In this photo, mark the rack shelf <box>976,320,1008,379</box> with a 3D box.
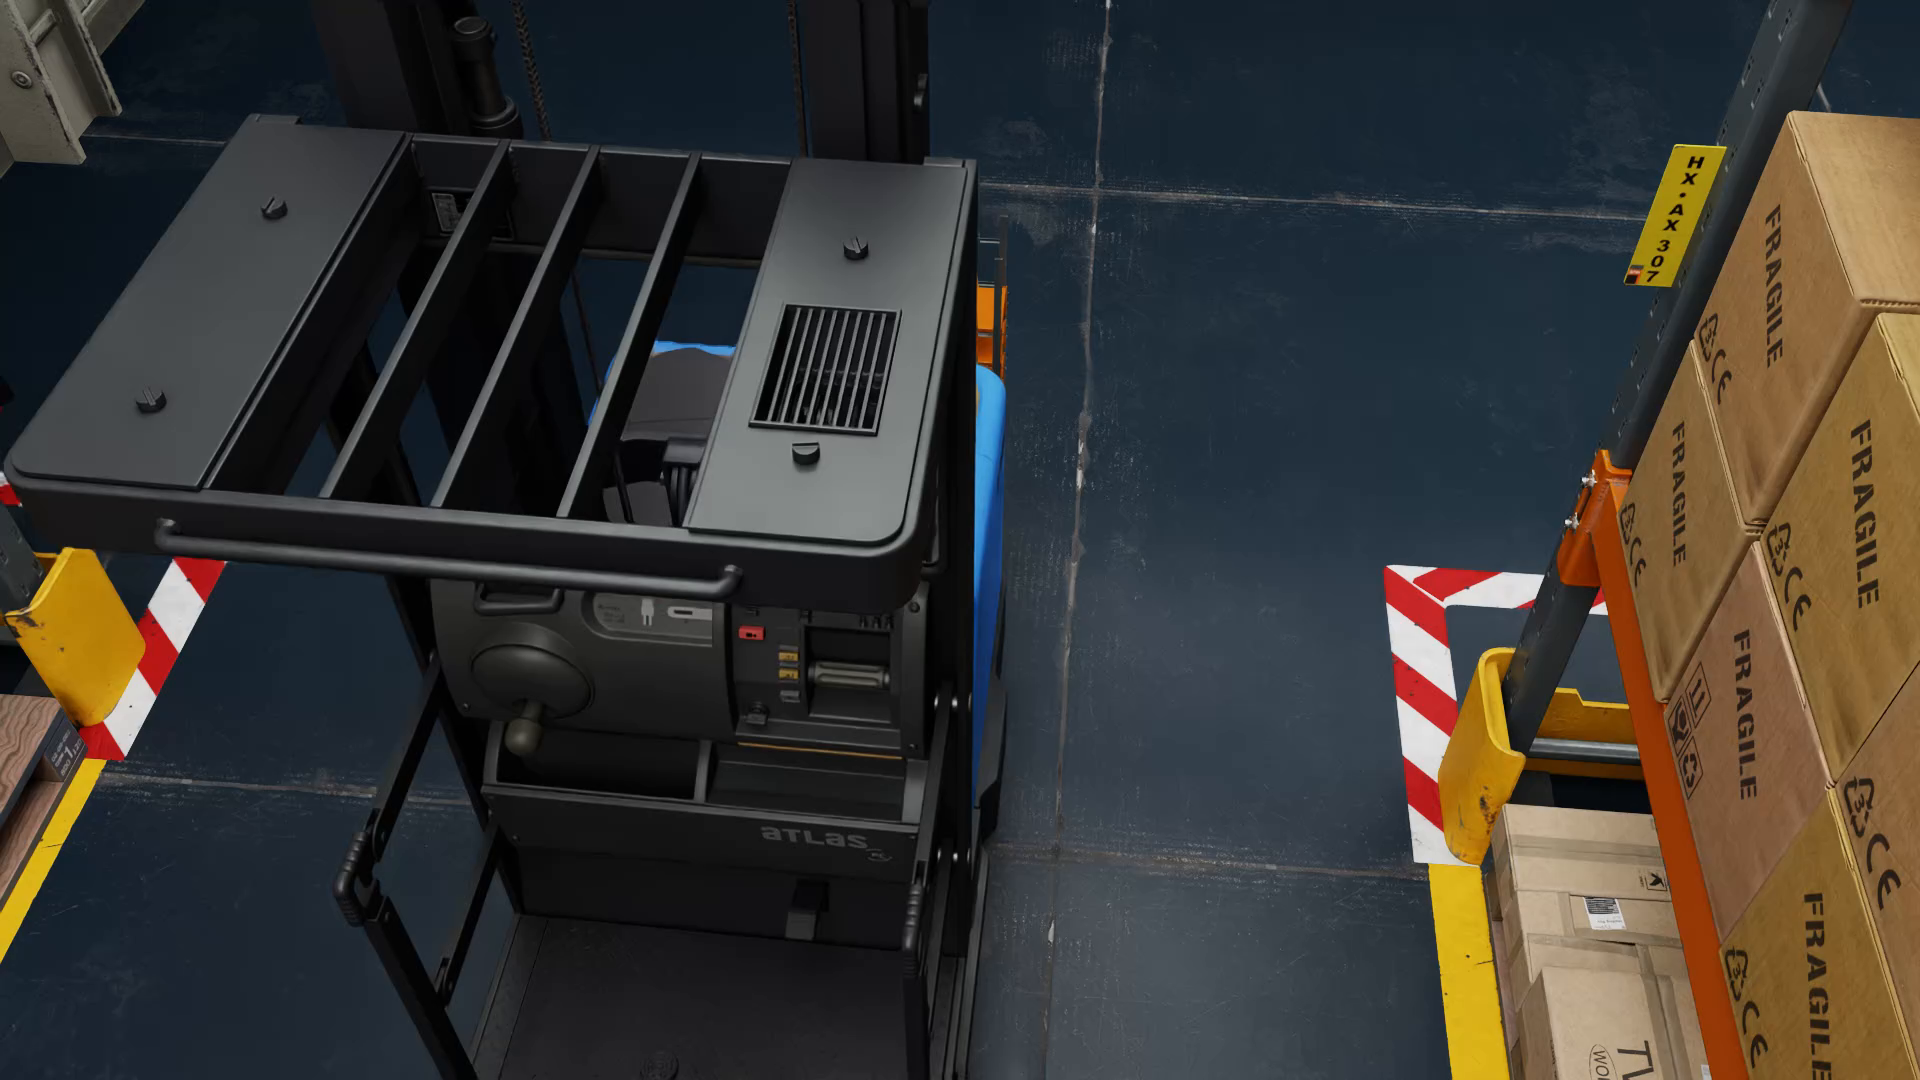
[{"bbox_3d":[-0.001,-0.526,4.653,0.258,0.103,0.180,4,48,4],"label":"rack shelf"}]

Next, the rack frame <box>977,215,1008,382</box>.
[{"bbox_3d":[0.007,-0.462,4.859,0.240,1.200,0.006,4,48,4],"label":"rack frame"}]

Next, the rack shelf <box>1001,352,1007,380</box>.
[{"bbox_3d":[-0.001,-0.445,4.742,0.258,0.103,0.180,4,48,4],"label":"rack shelf"}]

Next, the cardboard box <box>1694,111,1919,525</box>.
[{"bbox_3d":[1.611,-0.353,2.794,0.500,0.500,0.500,5,48,5],"label":"cardboard box"}]

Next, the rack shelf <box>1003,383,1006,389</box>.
[{"bbox_3d":[-0.001,-0.364,4.830,0.258,0.103,0.180,4,48,4],"label":"rack shelf"}]

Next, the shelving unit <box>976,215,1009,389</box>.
[{"bbox_3d":[-0.001,-0.394,4.798,0.258,1.200,0.189,4,48,4],"label":"shelving unit"}]

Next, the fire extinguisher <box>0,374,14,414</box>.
[{"bbox_3d":[-2.546,-0.548,4.024,0.296,0.674,0.183,4,48,4],"label":"fire extinguisher"}]

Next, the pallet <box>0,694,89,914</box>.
[{"bbox_3d":[-3.014,0.914,4.271,1.003,0.211,1.213,4,48,4],"label":"pallet"}]

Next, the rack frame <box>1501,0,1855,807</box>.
[{"bbox_3d":[1.914,-0.290,3.482,1.000,3.000,0.127,4,48,4],"label":"rack frame"}]

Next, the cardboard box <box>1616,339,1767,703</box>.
[{"bbox_3d":[1.611,-0.015,3.163,0.500,0.500,0.500,5,48,4],"label":"cardboard box"}]

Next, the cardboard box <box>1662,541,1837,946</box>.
[{"bbox_3d":[1.570,0.364,2.816,0.500,0.500,0.500,3,48,3],"label":"cardboard box"}]

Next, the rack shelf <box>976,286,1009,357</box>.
[{"bbox_3d":[-0.001,-0.607,4.565,0.258,0.103,0.180,4,48,4],"label":"rack shelf"}]

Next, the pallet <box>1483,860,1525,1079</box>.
[{"bbox_3d":[1.836,1.293,3.924,1.003,0.211,1.213,4,48,4],"label":"pallet"}]

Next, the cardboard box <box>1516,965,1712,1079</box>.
[{"bbox_3d":[1.537,1.238,3.651,0.500,0.250,0.500,4,48,4],"label":"cardboard box"}]

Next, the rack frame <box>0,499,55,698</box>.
[{"bbox_3d":[-3.019,-0.620,3.785,1.000,3.000,0.127,4,48,4],"label":"rack frame"}]

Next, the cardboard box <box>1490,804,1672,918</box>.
[{"bbox_3d":[1.534,0.808,4.112,0.380,0.149,0.250,4,48,4],"label":"cardboard box"}]

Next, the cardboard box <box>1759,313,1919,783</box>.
[{"bbox_3d":[1.571,0.032,2.443,0.500,0.500,0.500,4,48,4],"label":"cardboard box"}]

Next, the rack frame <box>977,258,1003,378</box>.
[{"bbox_3d":[-0.010,-0.327,4.736,0.240,1.200,0.006,4,48,4],"label":"rack frame"}]

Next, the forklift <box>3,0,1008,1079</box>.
[{"bbox_3d":[-0.545,0.331,2.961,1.130,2.935,3.031,5,48,4],"label":"forklift"}]

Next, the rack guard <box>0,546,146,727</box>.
[{"bbox_3d":[-3.017,0.206,4.723,1.175,0.500,0.348,4,48,4],"label":"rack guard"}]

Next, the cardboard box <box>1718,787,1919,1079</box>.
[{"bbox_3d":[1.521,0.733,2.479,0.500,0.500,0.500,4,48,3],"label":"cardboard box"}]

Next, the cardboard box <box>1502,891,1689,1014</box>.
[{"bbox_3d":[1.511,0.986,3.937,0.380,0.166,0.250,4,48,4],"label":"cardboard box"}]

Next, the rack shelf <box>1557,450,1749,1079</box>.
[{"bbox_3d":[1.732,1.423,2.404,1.077,0.370,4.000,4,48,4],"label":"rack shelf"}]

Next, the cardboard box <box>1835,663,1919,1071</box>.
[{"bbox_3d":[1.521,0.399,2.107,0.500,0.500,0.500,4,48,4],"label":"cardboard box"}]

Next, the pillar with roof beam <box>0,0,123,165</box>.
[{"bbox_3d":[0.653,-4.398,3.174,9.100,9.000,0.400,4,48,4],"label":"pillar with roof beam"}]

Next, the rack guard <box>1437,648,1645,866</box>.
[{"bbox_3d":[1.907,0.610,4.354,1.175,0.500,0.348,4,48,4],"label":"rack guard"}]

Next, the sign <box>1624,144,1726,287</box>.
[{"bbox_3d":[1.374,-0.618,3.196,0.100,0.325,0.005,4,48,4],"label":"sign"}]
